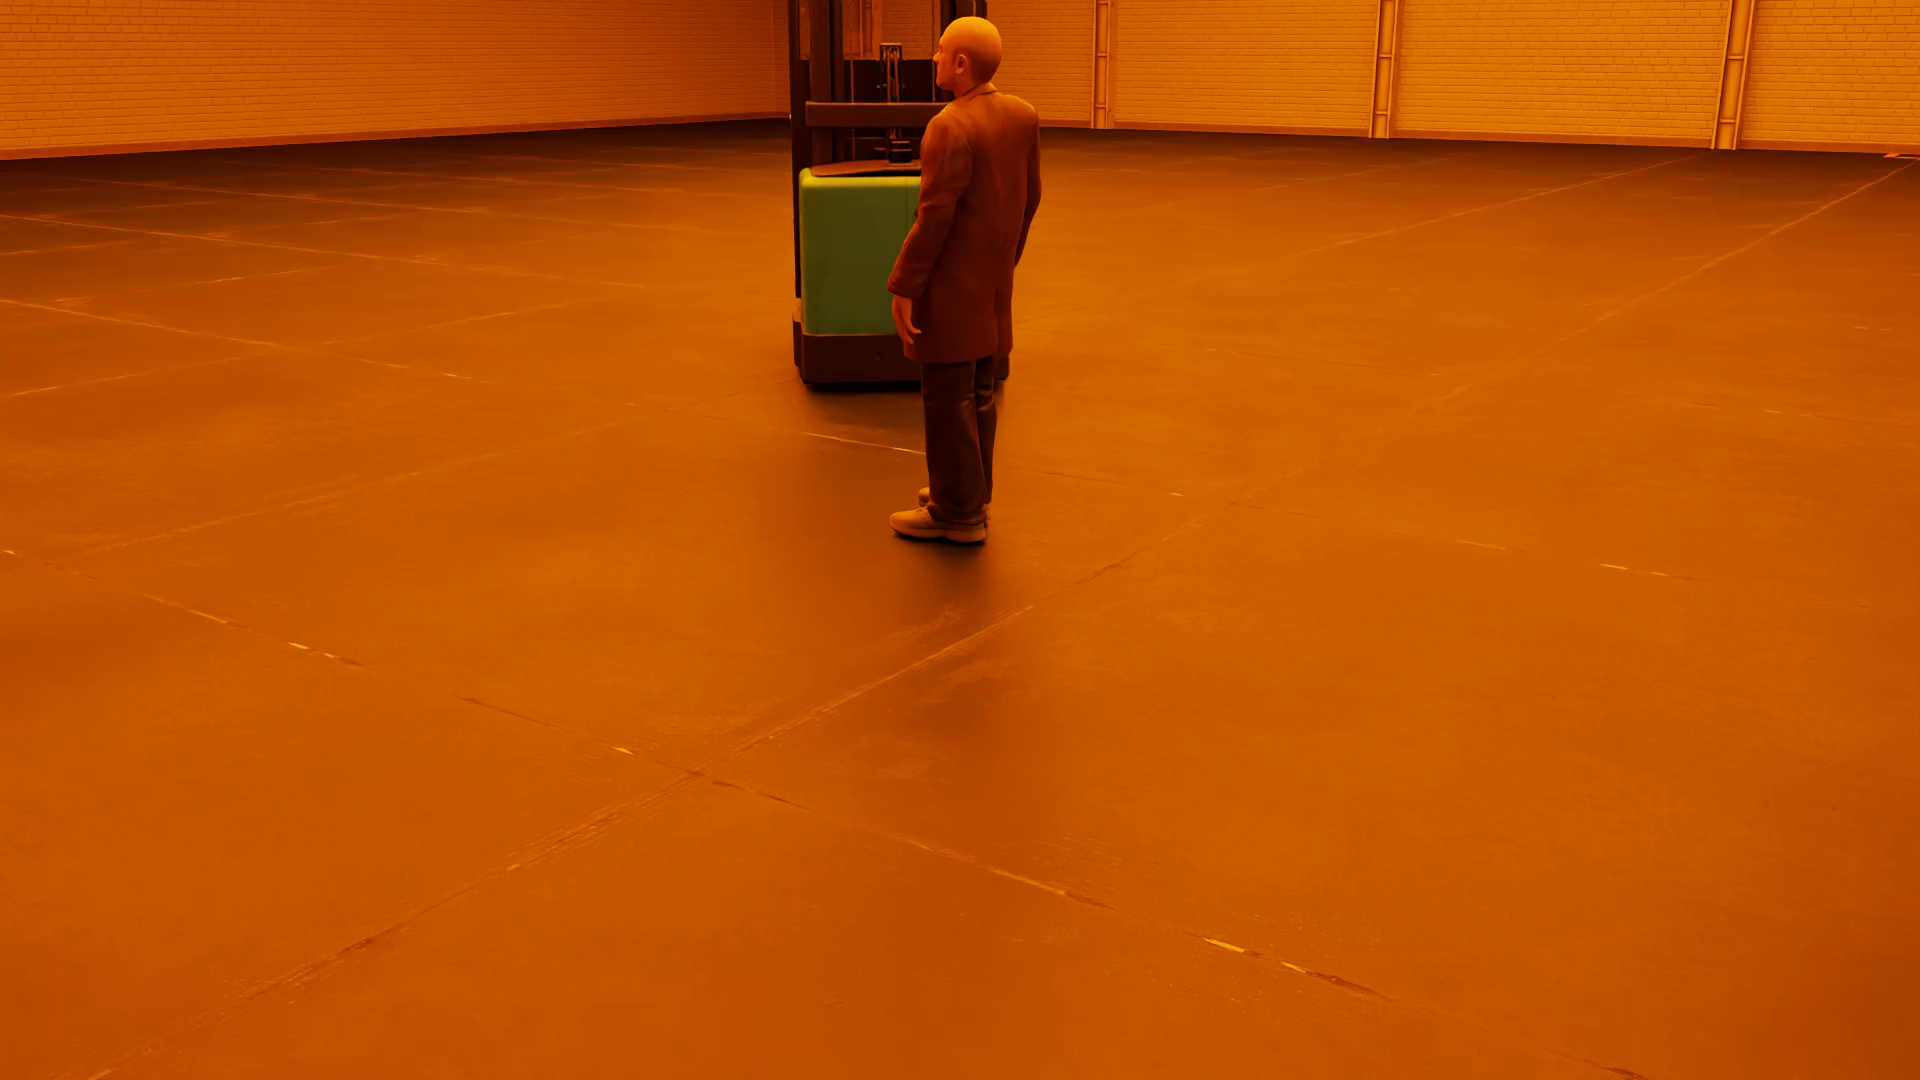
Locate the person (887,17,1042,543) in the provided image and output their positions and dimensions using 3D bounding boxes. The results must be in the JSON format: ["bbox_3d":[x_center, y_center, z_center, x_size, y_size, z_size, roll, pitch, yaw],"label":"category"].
[{"bbox_3d":[-0.074,-0.875,5.745,0.579,1.778,0.696,11,20,33],"label":"person"}]

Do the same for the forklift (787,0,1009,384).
[{"bbox_3d":[-0.423,-2.567,9.416,1.130,2.935,3.031,-2,17,-6],"label":"forklift"}]
